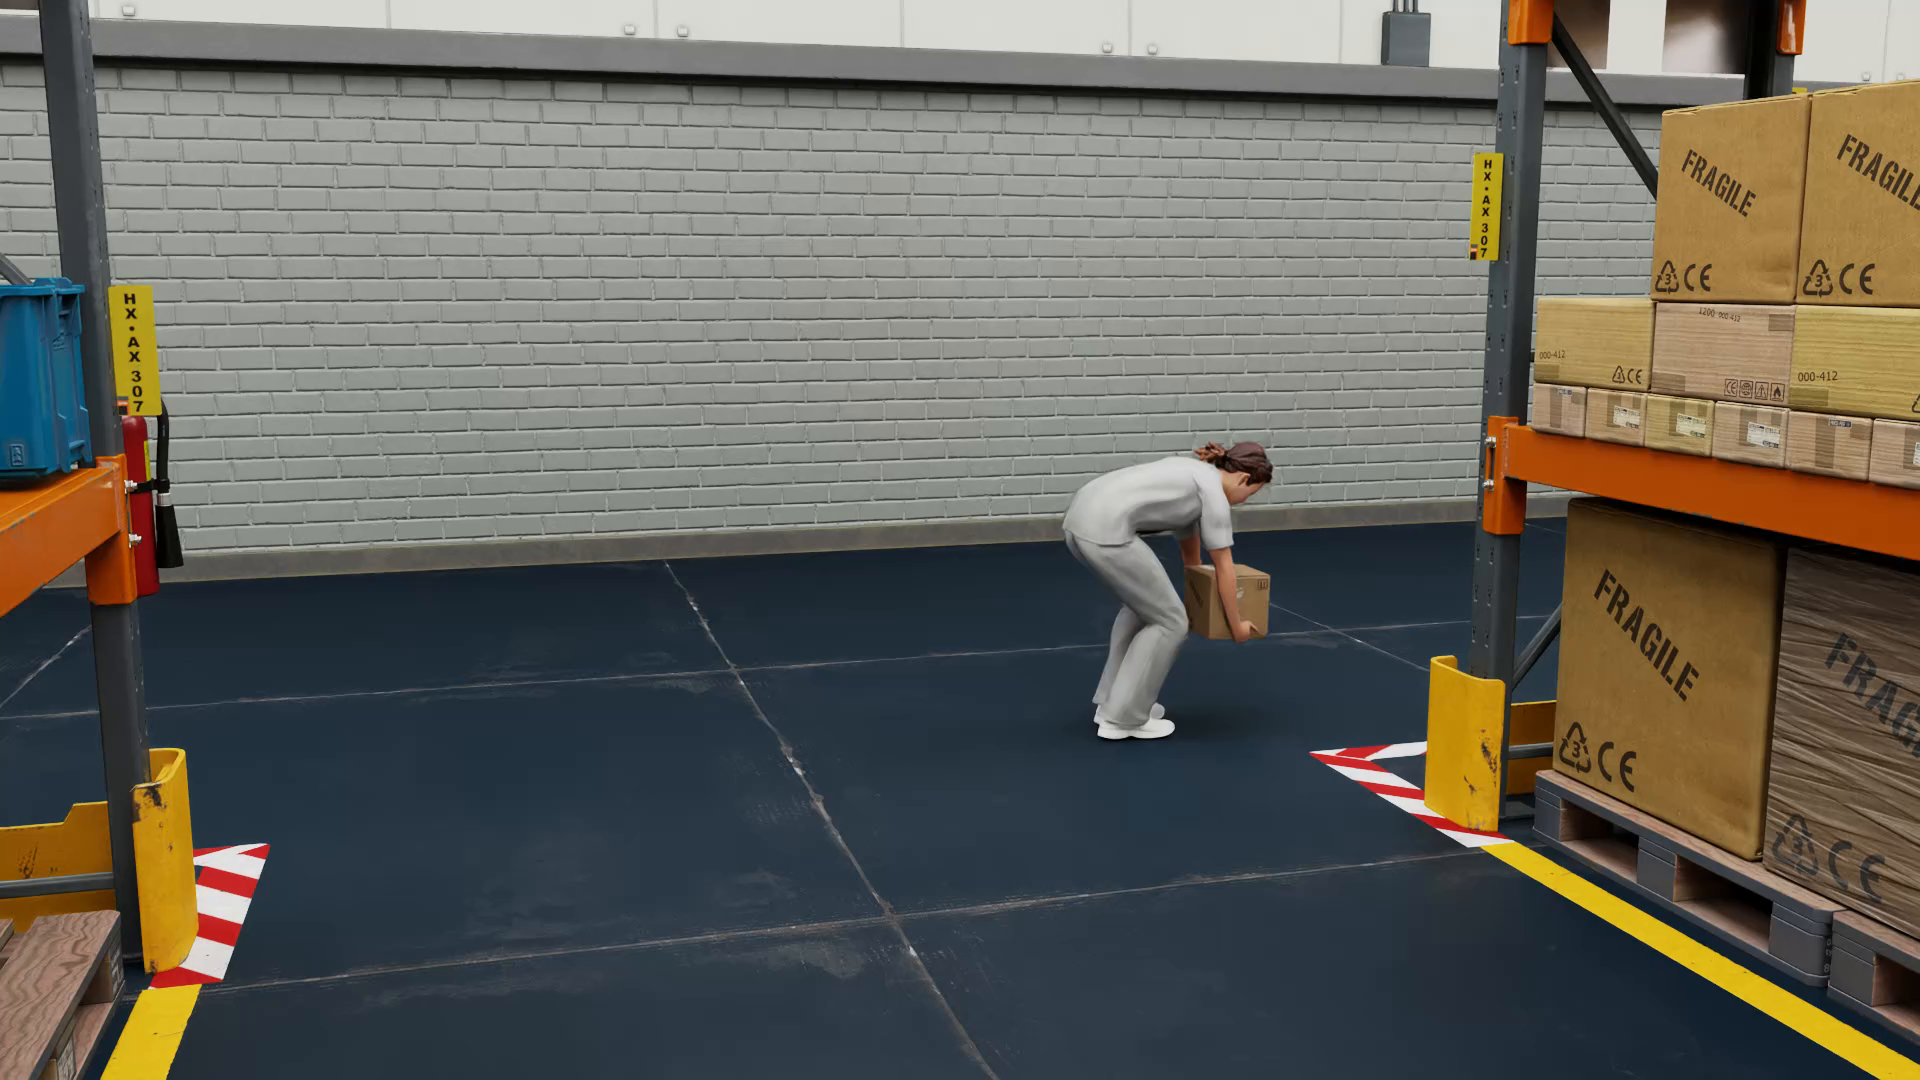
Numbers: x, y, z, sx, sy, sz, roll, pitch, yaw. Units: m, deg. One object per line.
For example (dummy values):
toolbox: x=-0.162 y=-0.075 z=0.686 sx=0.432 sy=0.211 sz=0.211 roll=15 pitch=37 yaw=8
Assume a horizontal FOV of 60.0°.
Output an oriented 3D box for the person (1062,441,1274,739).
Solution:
person: x=0.823 y=0.179 z=6.483 sx=0.854 sy=1.129 sz=0.439 roll=-3 pitch=10 yaw=-18
